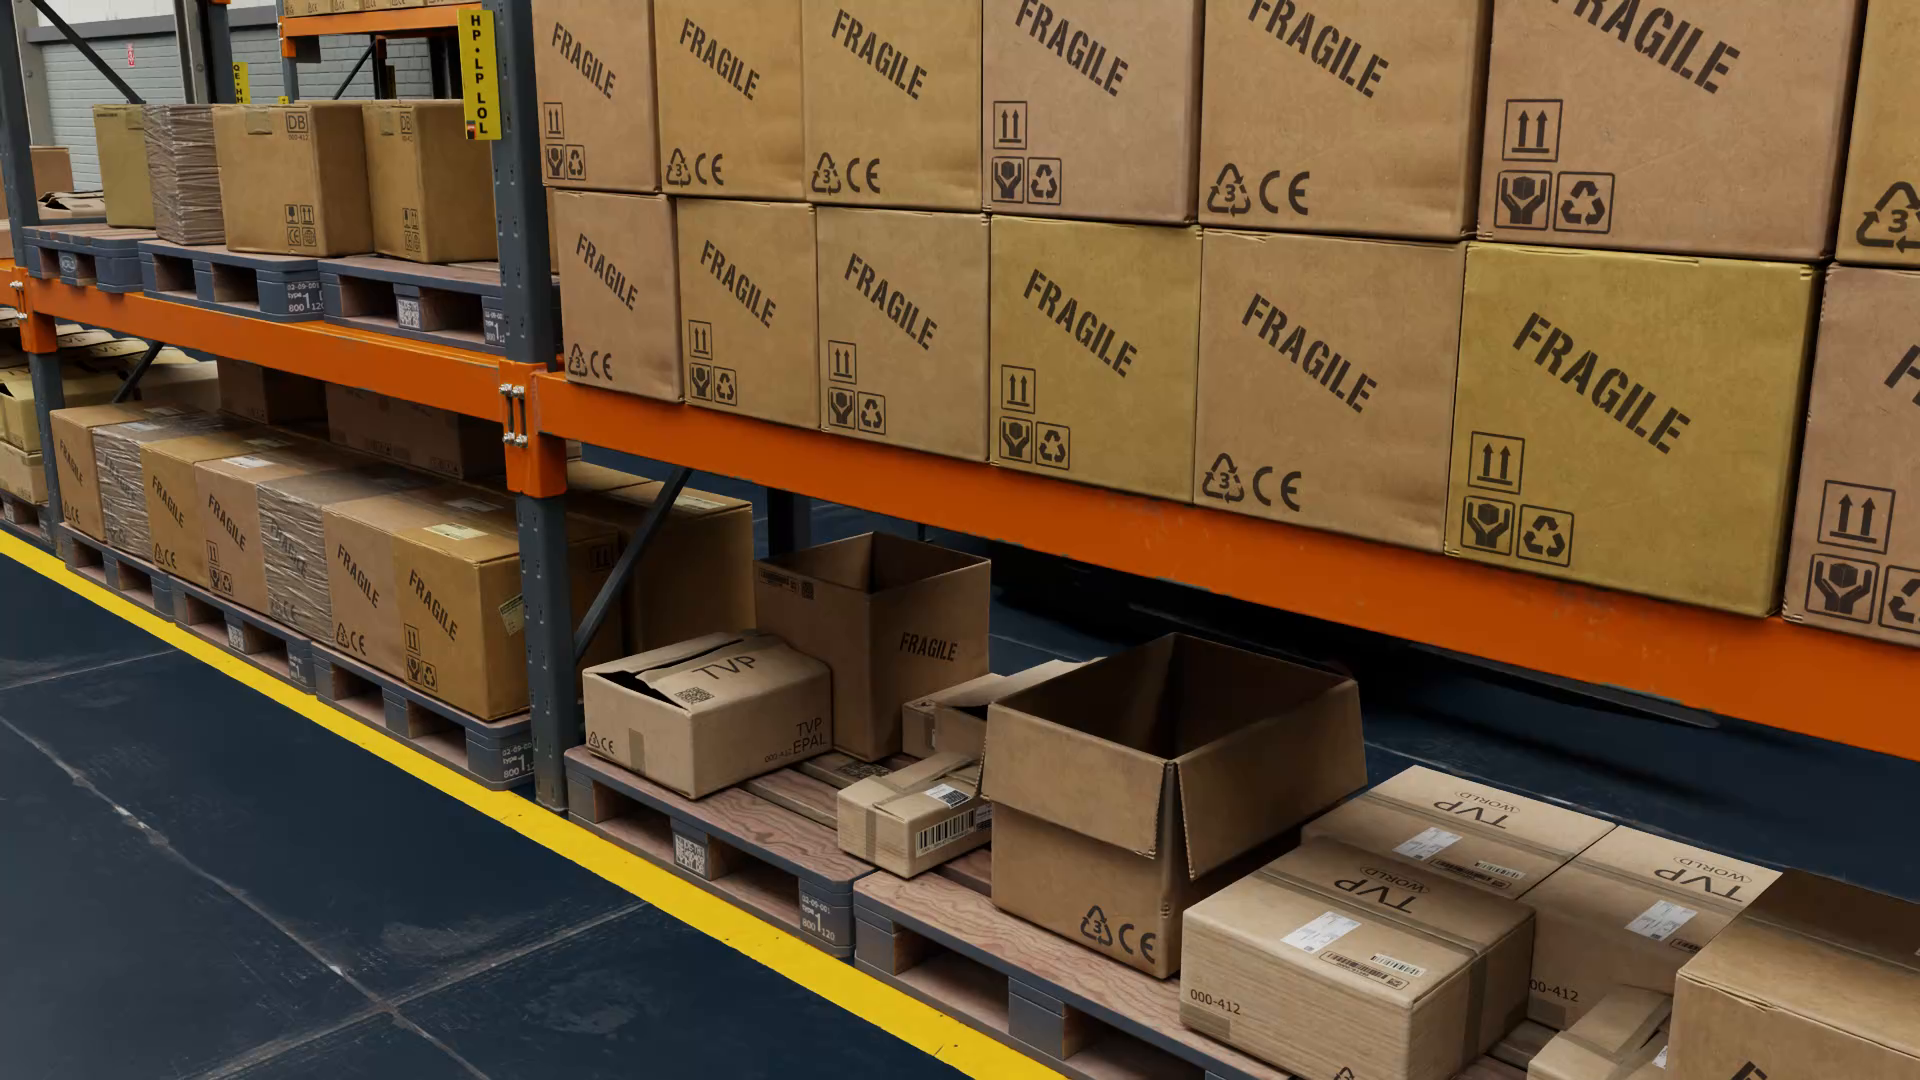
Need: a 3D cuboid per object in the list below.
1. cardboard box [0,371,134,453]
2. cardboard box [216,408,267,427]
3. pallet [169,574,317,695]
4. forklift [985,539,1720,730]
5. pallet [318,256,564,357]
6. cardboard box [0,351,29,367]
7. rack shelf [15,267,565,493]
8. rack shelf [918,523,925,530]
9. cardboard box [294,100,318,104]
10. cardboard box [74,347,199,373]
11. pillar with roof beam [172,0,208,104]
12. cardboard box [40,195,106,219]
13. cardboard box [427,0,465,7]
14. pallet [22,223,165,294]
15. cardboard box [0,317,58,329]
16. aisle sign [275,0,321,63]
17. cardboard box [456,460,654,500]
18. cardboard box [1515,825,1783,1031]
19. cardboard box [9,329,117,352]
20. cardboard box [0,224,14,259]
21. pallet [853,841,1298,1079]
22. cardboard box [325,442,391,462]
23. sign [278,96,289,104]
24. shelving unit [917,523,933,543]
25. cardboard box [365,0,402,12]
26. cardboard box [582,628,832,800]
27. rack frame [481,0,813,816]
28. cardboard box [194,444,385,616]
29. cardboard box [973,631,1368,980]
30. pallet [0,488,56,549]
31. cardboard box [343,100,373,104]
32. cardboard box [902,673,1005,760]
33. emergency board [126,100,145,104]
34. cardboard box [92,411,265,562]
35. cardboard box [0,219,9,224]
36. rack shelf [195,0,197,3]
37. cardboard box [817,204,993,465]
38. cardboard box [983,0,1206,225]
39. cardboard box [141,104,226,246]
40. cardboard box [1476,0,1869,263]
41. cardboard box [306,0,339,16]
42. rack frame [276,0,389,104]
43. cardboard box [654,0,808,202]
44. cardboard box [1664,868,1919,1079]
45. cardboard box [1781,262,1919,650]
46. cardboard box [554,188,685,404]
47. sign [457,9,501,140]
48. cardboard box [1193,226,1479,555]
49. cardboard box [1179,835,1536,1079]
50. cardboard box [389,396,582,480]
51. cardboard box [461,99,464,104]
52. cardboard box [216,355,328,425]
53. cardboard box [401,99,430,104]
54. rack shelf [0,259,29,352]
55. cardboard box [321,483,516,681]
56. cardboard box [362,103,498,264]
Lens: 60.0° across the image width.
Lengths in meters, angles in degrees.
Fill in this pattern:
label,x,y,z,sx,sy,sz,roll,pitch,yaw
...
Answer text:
label,x,y,z,sx,sy,sz,roll,pitch,yaw
cardboard box,-4.293,-0.639,7.945,0.500,0.311,0.500,-14,20,-43
cardboard box,-2.909,-0.331,7.337,0.500,0.500,0.500,-14,20,-42
pallet,-2.360,0.252,6.546,1.213,0.211,1.003,14,20,42
forklift,1.462,-0.986,5.904,1.130,2.935,3.031,-13,19,-40
pallet,-1.365,-0.815,5.492,1.213,0.211,1.003,14,20,42
cardboard box,-5.033,-0.818,8.631,0.500,0.311,0.500,13,20,42
rack shelf,-2.305,-0.750,6.289,4.000,0.370,1.077,14,20,42
rack shelf,0.119,-0.297,7.736,0.480,0.518,0.431,14,20,42
cardboard box,-5.933,-3.910,15.760,0.500,0.500,0.500,14,20,42
cardboard box,-4.302,-0.828,8.668,0.500,0.311,0.500,13,19,41
pillar with roof beam,-12.271,-6.954,16.776,0.400,9.000,9.100,14,20,42
cardboard box,-3.976,-1.477,7.828,0.500,0.311,0.500,-13,19,-41
cardboard box,-4.079,-4.692,13.804,0.500,0.500,0.500,12,19,38
pallet,-3.208,-1.250,7.159,1.003,0.211,1.213,14,20,42
cardboard box,-5.755,-1.184,10.034,0.500,0.311,0.500,-14,20,-43
aisle sign,-6.328,-4.964,15.880,0.004,0.787,0.394,14,20,42
cardboard box,-1.436,0.028,5.960,0.500,0.500,0.500,14,20,43
cardboard box,1.460,0.835,3.358,0.500,0.250,0.500,14,20,42
cardboard box,-5.038,-1.007,9.357,0.500,0.311,0.500,13,20,42
cardboard box,-4.584,-1.434,7.985,0.250,0.149,0.380,14,20,42
pallet,0.511,0.935,3.925,1.213,0.211,1.003,14,20,42
cardboard box,-2.154,-0.149,6.641,0.500,0.500,0.500,13,19,40
sign,-6.445,-4.069,15.881,0.005,0.325,0.100,14,20,42
shelving unit,0.119,-0.987,7.556,0.503,2.100,0.431,14,20,42
cardboard box,-4.862,-4.873,14.500,0.500,0.500,0.500,-13,19,-41
cardboard box,-0.713,0.453,4.706,0.500,0.311,0.500,14,20,42
rack frame,-0.865,-0.748,4.855,0.127,3.000,1.000,14,20,42
cardboard box,-2.498,-0.050,6.262,0.500,0.500,0.500,13,19,40
cardboard box,0.491,0.575,3.856,0.637,0.503,0.797,14,20,42
pallet,-4.310,-0.250,8.473,1.213,0.211,1.003,14,20,42
cardboard box,-5.217,-3.730,15.070,0.500,0.500,0.500,13,19,40
cardboard box,0.053,0.521,4.764,0.250,0.149,0.380,14,20,42
emergency board,-11.036,-5.272,22.217,0.643,1.169,0.194,14,20,42
cardboard box,-3.235,-0.230,6.949,0.500,0.500,0.500,13,19,40
cardboard box,-4.702,-1.540,8.391,0.380,0.149,0.250,-13,19,-40
rack shelf,-5.185,-2.902,8.598,4.000,0.370,1.077,14,20,42
cardboard box,0.042,-0.481,3.631,0.500,0.500,0.500,14,20,42
cardboard box,0.392,-0.877,3.166,0.500,0.500,0.500,-14,20,-42
cardboard box,-2.687,-1.415,6.384,0.700,0.500,0.500,-10,18,-34
cardboard box,1.139,-0.697,2.476,0.500,0.500,0.500,-14,20,-43
cardboard box,-5.639,-5.053,15.191,0.500,0.500,0.500,-13,19,-41
rack frame,-6.068,-3.748,16.368,0.127,3.000,1.000,14,20,42
cardboard box,-0.350,-1.057,3.858,0.500,0.500,0.500,13,19,40
cardboard box,1.452,0.898,2.622,0.500,0.500,0.500,14,20,42
cardboard box,1.503,-0.126,2.267,0.500,0.500,0.500,-14,20,-42
cardboard box,-0.688,-0.658,4.310,0.500,0.500,0.500,-14,20,-43
sign,-1.248,-1.207,4.320,0.005,0.325,0.100,14,20,42
cardboard box,0.772,-0.304,2.952,0.500,0.500,0.500,14,20,43
cardboard box,0.789,0.847,3.312,0.500,0.250,0.500,14,20,42
cardboard box,-1.764,-0.418,6.186,0.500,0.250,0.500,14,20,42
cardboard box,-3.744,-3.375,13.706,0.500,0.500,0.500,14,20,42
cardboard box,-2.865,-0.684,7.207,0.500,0.250,0.500,-14,20,-42
cardboard box,-4.462,-3.551,14.383,0.500,0.500,0.500,13,19,41
rack shelf,-5.185,-1.450,8.976,4.000,0.370,1.077,14,20,42
cardboard box,-1.770,0.126,5.584,0.500,0.500,0.500,14,20,42
cardboard box,-1.590,-1.232,5.681,0.700,0.500,0.500,-11,18,-35
